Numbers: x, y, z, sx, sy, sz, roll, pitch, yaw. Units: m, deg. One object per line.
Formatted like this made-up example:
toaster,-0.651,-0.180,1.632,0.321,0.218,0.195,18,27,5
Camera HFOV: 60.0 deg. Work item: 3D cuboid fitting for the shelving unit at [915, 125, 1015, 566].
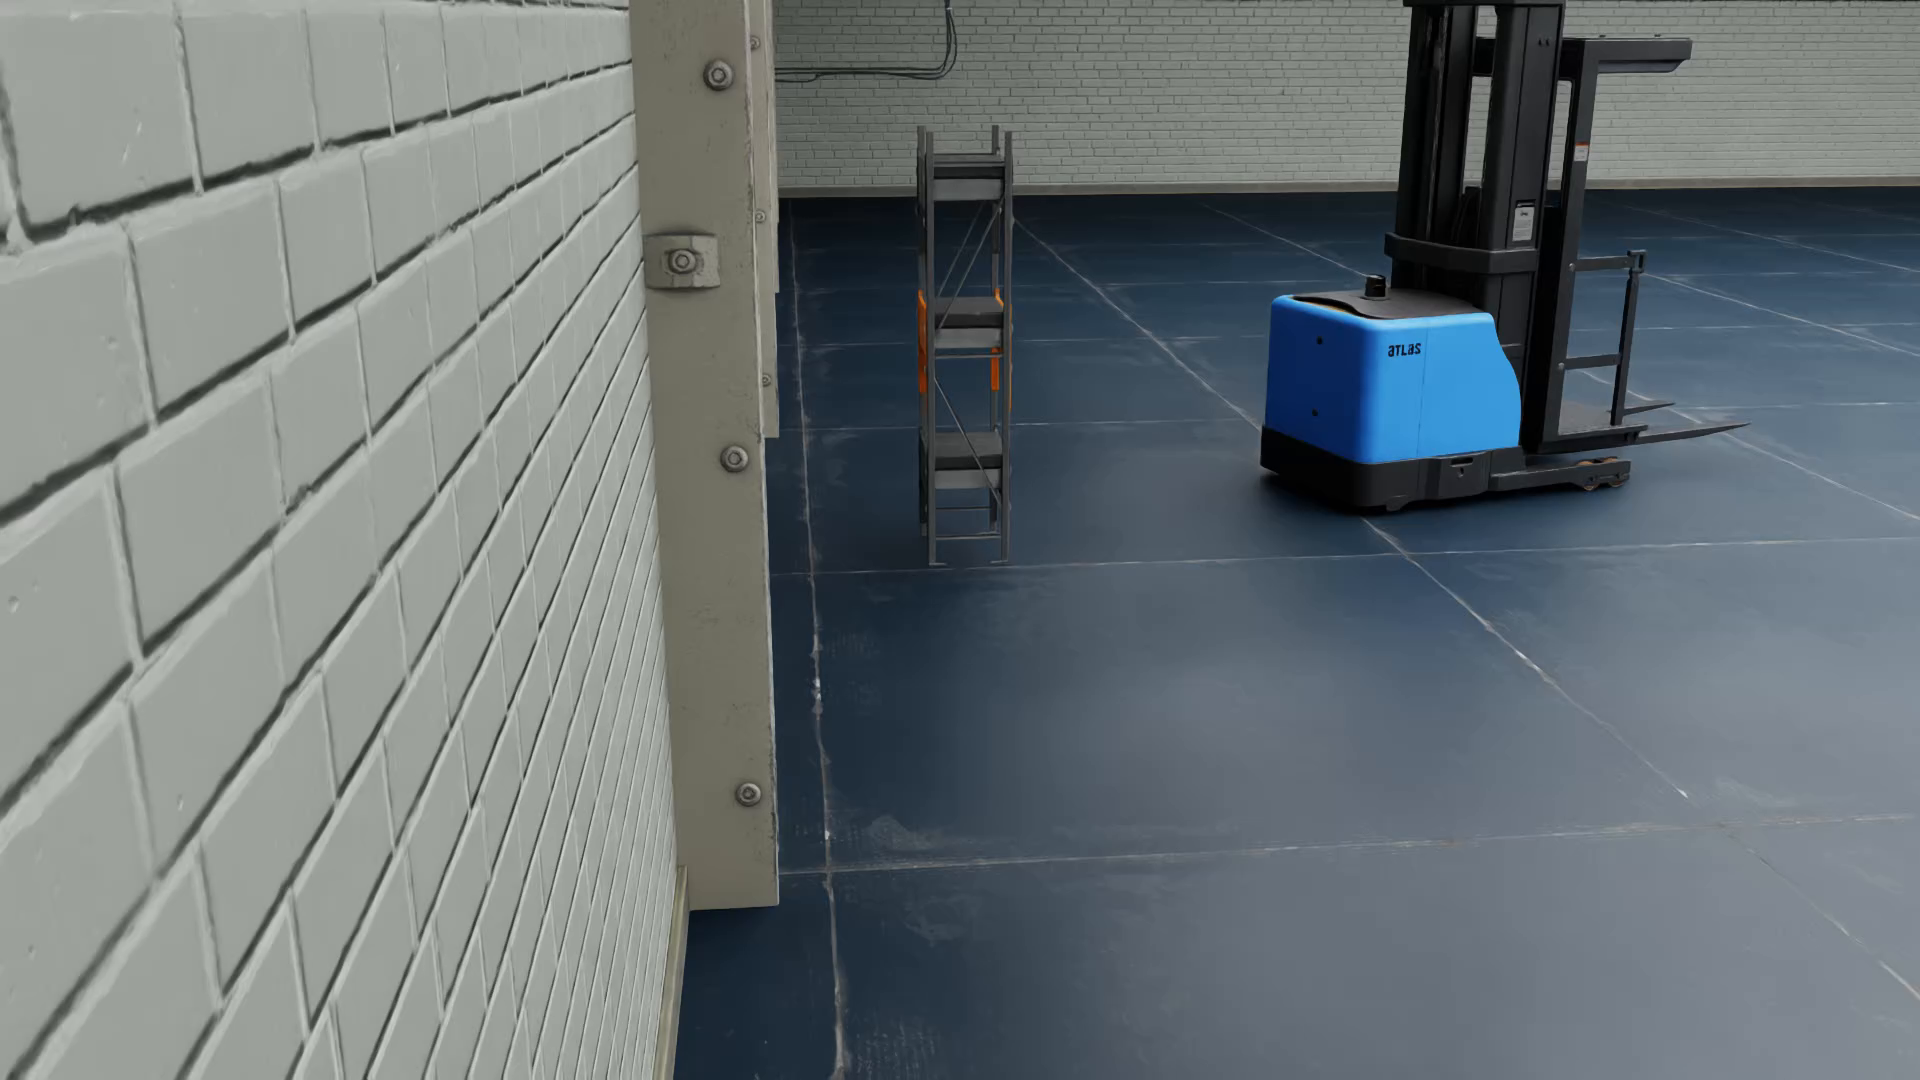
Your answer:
shelving unit,0.017,-0.952,8.205,0.431,2.100,0.503,-2,18,-6

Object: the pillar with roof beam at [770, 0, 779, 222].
pillar with roof beam,1.696,-8.722,21.435,9.100,9.000,0.400,-2,18,-6

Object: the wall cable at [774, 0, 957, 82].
wall cable,-1.575,-8.026,24.402,3.097,2.526,0.112,-2,18,-6

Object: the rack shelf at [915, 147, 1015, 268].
rack shelf,0.017,-1.607,8.000,0.431,0.518,0.480,-2,18,-6

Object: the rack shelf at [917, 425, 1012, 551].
rack shelf,0.017,-0.272,8.419,0.431,0.518,0.480,-2,18,-6

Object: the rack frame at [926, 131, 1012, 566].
rack frame,0.042,-0.880,7.974,0.400,2.100,0.015,-2,18,-6

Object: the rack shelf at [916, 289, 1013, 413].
rack shelf,0.017,-0.939,8.210,0.431,0.518,0.480,-2,18,-6

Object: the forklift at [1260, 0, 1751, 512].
forklift,3.344,-1.822,9.587,3.031,2.935,1.130,-7,19,-22

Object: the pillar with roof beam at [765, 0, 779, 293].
pillar with roof beam,2.315,-6.934,15.741,9.100,9.000,0.400,-2,18,-6

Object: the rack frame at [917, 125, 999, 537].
rack frame,-0.008,-1.025,8.437,0.400,2.100,0.015,-2,18,-6

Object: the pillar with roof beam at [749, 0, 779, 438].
pillar with roof beam,2.934,-5.147,10.047,9.100,9.000,0.400,-2,18,-6

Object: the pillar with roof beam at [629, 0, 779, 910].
pillar with roof beam,3.552,-3.359,4.353,9.100,9.000,0.400,-2,18,-6
